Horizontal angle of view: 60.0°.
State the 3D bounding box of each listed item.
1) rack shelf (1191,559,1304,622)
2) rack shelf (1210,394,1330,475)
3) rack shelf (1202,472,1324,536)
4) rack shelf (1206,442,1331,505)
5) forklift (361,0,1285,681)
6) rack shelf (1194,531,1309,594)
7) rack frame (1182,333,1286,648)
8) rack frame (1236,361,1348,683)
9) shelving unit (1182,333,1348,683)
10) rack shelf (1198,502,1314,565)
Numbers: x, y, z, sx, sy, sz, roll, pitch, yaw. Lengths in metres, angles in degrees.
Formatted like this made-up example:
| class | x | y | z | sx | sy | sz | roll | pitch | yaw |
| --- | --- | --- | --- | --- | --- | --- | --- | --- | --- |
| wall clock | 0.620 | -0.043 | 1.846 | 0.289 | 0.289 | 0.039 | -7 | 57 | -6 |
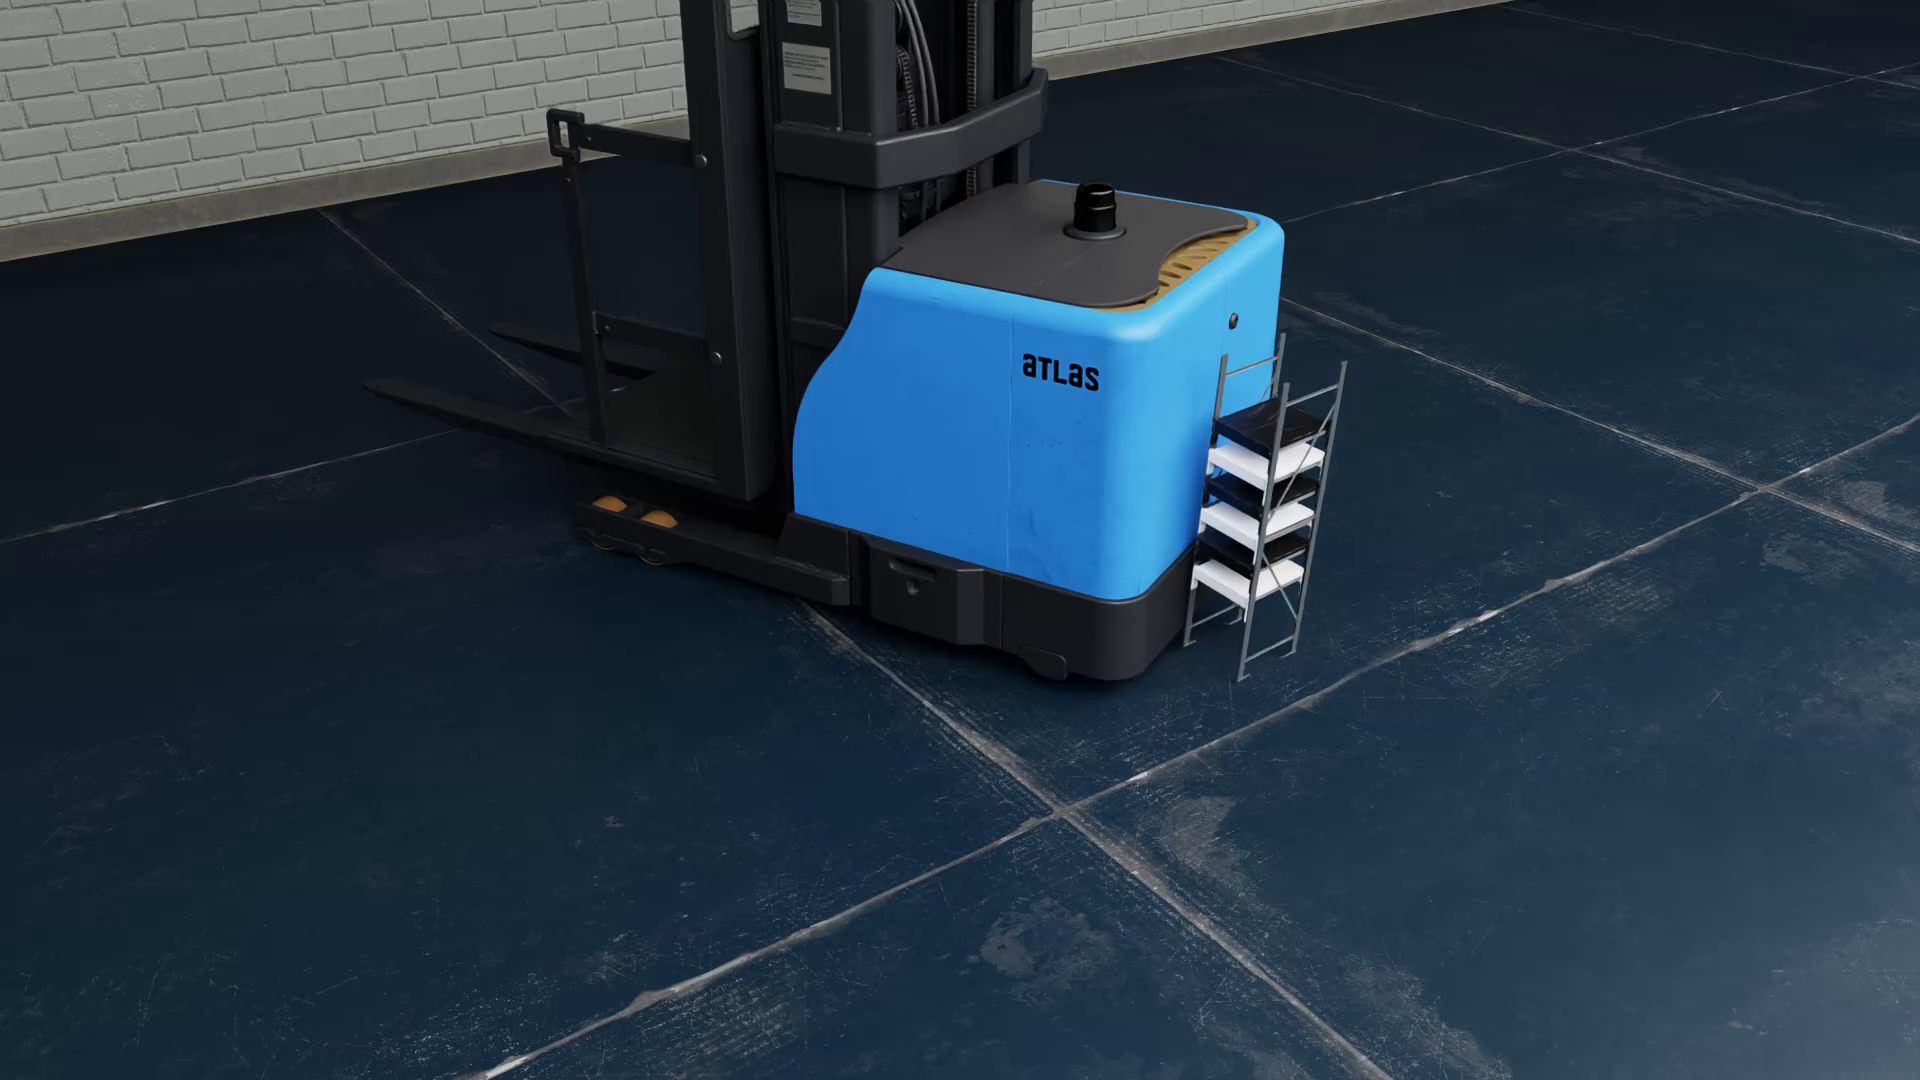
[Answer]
| class | x | y | z | sx | sy | sz | roll | pitch | yaw |
| --- | --- | --- | --- | --- | --- | --- | --- | --- | --- |
| rack shelf | 0.792 | 0.107 | 4.544 | 0.258 | 0.077 | 0.200 | -21 | 39 | -34 |
| rack shelf | 0.811 | -0.277 | 4.310 | 0.258 | 0.077 | 0.200 | -21 | 39 | -34 |
| rack shelf | 0.803 | -0.124 | 4.403 | 0.258 | 0.077 | 0.200 | -21 | 39 | -34 |
| rack shelf | 0.807 | -0.200 | 4.356 | 0.258 | 0.077 | 0.200 | -21 | 39 | -34 |
| forklift | -0.607 | -1.410 | 4.776 | 3.031 | 2.935 | 1.130 | 15 | 32 | 26 |
| rack shelf | 0.796 | 0.030 | 4.497 | 0.258 | 0.077 | 0.200 | -21 | 39 | -34 |
| rack frame | 0.737 | -0.119 | 4.499 | 0.240 | 0.900 | 0.006 | -21 | 39 | -34 |
| rack frame | 0.865 | -0.032 | 4.367 | 0.240 | 0.900 | 0.006 | -21 | 39 | -34 |
| shelving unit | 0.801 | -0.075 | 4.433 | 0.258 | 0.900 | 0.210 | -21 | 39 | -34 |
| rack shelf | 0.800 | -0.047 | 4.450 | 0.258 | 0.077 | 0.200 | -21 | 39 | -34 |
